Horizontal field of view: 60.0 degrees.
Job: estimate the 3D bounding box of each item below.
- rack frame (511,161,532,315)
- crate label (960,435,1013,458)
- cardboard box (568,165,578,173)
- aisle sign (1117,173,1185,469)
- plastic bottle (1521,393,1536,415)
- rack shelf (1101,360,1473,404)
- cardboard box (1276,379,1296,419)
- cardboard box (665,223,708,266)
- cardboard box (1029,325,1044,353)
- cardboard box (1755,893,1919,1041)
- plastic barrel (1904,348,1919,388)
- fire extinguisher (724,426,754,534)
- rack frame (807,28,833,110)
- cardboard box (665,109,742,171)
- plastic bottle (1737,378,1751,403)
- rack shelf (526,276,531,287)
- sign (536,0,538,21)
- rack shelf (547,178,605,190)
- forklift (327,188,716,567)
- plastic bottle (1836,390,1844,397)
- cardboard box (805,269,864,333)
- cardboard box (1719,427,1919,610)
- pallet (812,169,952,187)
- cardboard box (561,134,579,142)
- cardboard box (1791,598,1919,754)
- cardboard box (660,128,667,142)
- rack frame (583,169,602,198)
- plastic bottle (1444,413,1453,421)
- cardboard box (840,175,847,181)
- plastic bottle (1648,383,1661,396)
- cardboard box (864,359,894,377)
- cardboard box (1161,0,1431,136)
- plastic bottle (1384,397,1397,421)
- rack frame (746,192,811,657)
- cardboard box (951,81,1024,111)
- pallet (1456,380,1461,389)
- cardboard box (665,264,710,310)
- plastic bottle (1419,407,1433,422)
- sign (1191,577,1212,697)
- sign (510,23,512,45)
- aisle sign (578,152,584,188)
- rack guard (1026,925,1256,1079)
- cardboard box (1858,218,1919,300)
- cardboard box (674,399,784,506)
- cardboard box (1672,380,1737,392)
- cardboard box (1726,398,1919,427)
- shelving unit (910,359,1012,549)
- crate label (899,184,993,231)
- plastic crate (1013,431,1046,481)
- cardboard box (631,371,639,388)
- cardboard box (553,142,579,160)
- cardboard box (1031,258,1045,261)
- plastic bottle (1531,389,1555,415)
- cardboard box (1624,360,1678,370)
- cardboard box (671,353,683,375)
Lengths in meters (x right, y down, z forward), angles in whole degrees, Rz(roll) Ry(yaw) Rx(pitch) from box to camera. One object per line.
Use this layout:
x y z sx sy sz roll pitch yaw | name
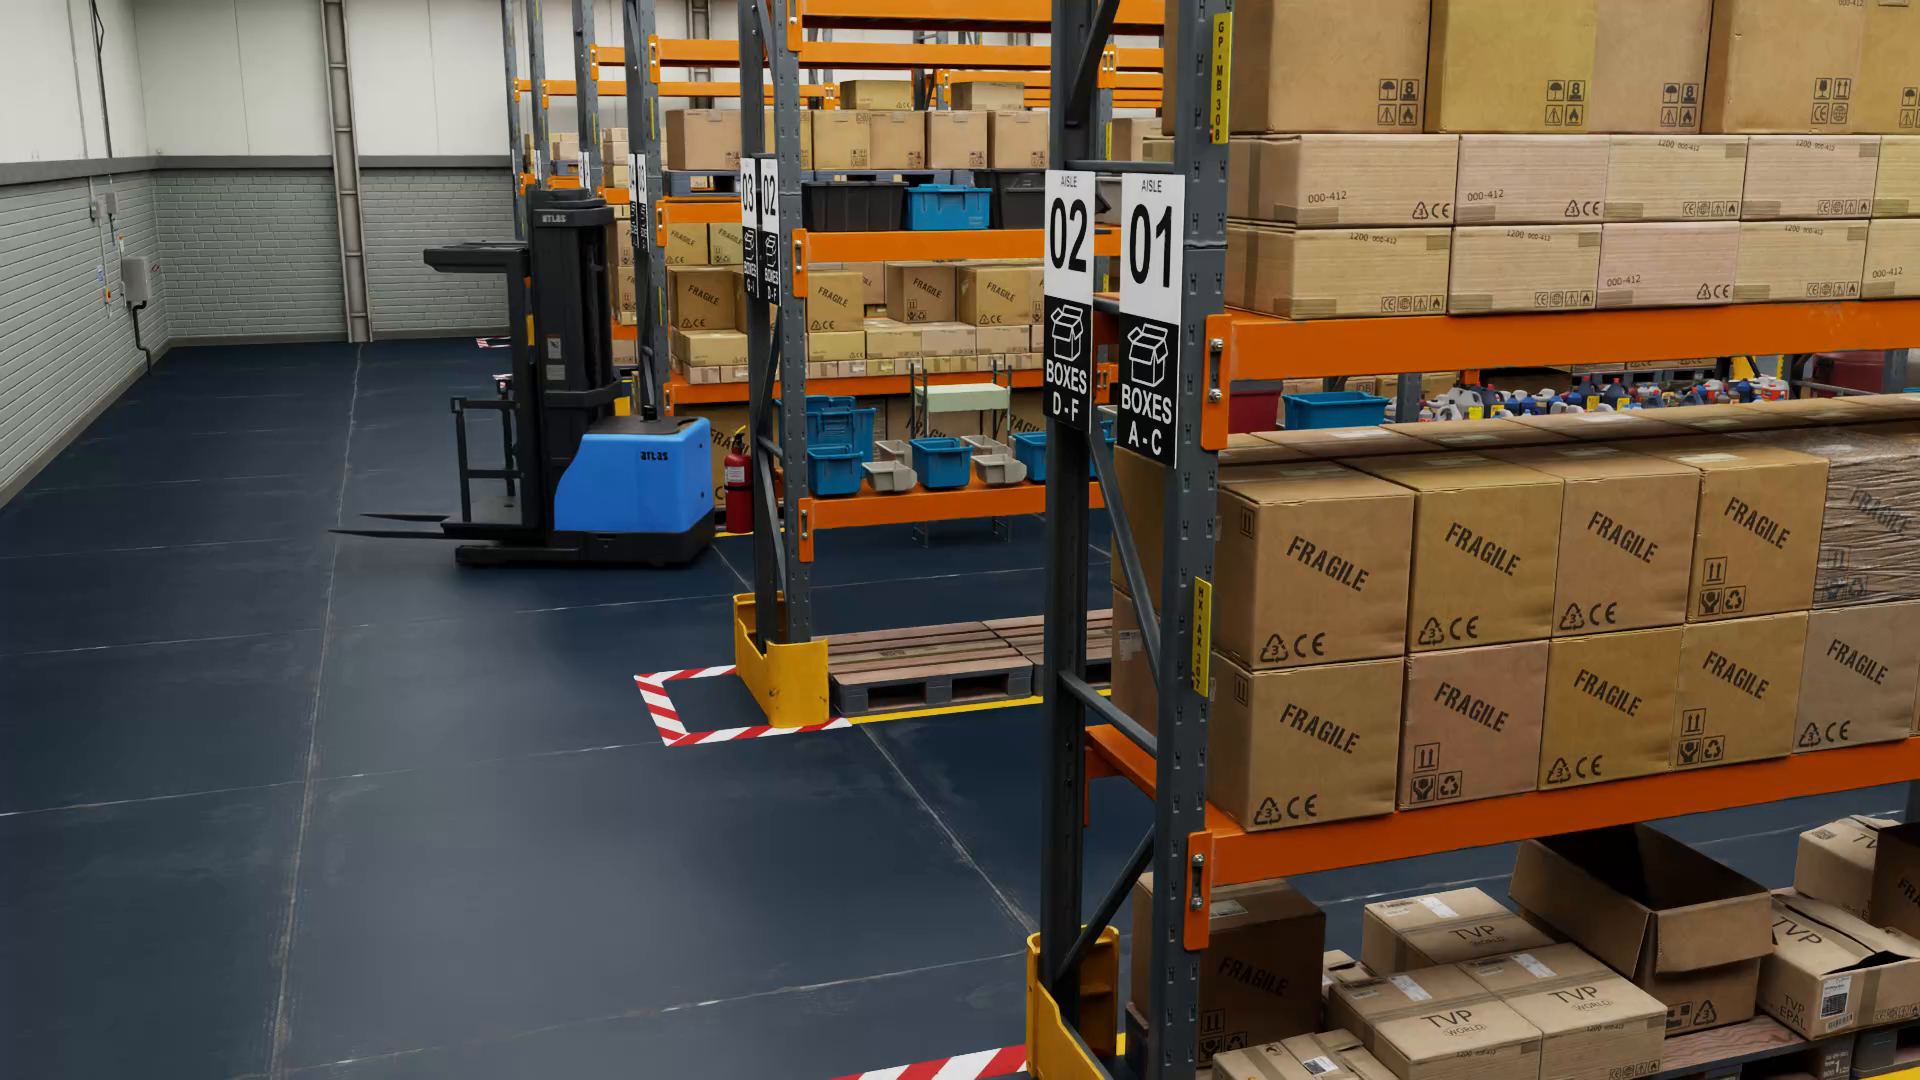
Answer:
-7.403 -4.862 28.100 0.127 3.000 1.000 -4 14 -18 | rack frame
0.174 -0.559 10.449 0.243 0.136 0.396 -4 14 -18 | crate label
-6.538 -6.212 27.836 0.250 0.149 0.380 -4 14 -18 | cardboard box
0.529 -0.622 4.659 0.004 0.787 0.394 -4 14 -18 | aisle sign
3.994 -0.894 11.699 0.097 0.271 0.097 0 13 0 | plastic bottle
3.031 -1.693 16.332 4.000 0.370 1.077 -4 14 -18 | rack shelf
2.582 -1.184 16.320 0.875 0.875 1.225 -5 14 -20 | cardboard box
-3.156 -3.389 18.887 0.500 0.500 0.500 -4 14 -16 | cardboard box
0.800 -1.877 15.232 0.500 0.250 0.500 -5 14 -19 | cardboard box
3.131 1.531 6.082 0.500 0.311 0.500 -4 14 -18 | cardboard box
7.413 -1.281 12.806 0.421 0.512 0.421 0 13 0 | plastic barrel
-1.364 -0.383 10.244 0.183 0.674 0.296 -4 14 -18 | fire extinguisher
-2.026 -6.987 24.071 0.127 3.000 1.000 -4 14 -18 | rack frame
-2.180 -3.411 14.179 0.500 0.500 0.700 -5 14 -21 | cardboard box
5.874 -1.078 12.470 0.097 0.271 0.097 0 13 0 | plastic bottle
-5.508 -4.659 28.804 4.000 0.370 1.077 -4 14 -18 | rack shelf
-5.646 -7.101 22.190 0.005 0.325 0.100 -4 14 -18 | sign
-3.921 -5.030 23.881 4.000 0.370 1.077 -4 14 -18 | rack shelf
-3.602 -1.330 13.398 3.031 2.935 1.130 1 13 5 | forklift
6.258 -0.924 11.797 0.133 0.283 0.061 -4 14 -18 | plastic bottle
-1.152 -2.089 14.505 0.500 0.500 0.500 -5 14 -20 | cardboard box
2.932 -0.088 5.652 0.500 0.500 0.500 -4 14 -18 | cardboard box
-0.798 -3.164 14.672 1.213 0.211 1.003 -4 14 -18 | pallet
-6.415 -6.647 27.725 0.500 0.250 0.500 -5 14 -18 | cardboard box
2.925 0.399 5.767 0.500 0.500 0.500 -4 14 -17 | cardboard box
-3.235 -4.512 18.528 0.250 0.149 0.380 -4 14 -18 | cardboard box
-4.142 -2.695 18.992 0.127 3.000 1.000 -4 14 -18 | rack frame
3.198 -0.686 10.795 0.133 0.283 0.061 -4 14 -18 | plastic bottle
-1.207 -4.247 19.358 0.500 0.250 0.500 -4 14 -18 | cardboard box
5.090 -1.017 12.214 0.097 0.271 0.097 0 13 0 | plastic bottle
-0.757 -1.545 14.700 0.250 0.149 0.380 -5 14 -19 | cardboard box
0.982 -1.463 4.952 0.500 0.500 0.700 -4 14 -18 | cardboard box
2.985 -0.848 11.496 0.135 0.276 0.152 -4 14 -18 | plastic bottle
-1.076 -0.514 9.820 0.127 3.000 1.000 -4 14 -18 | rack frame
0.242 -3.953 14.837 0.500 0.250 0.500 -5 14 -22 | cardboard box
6.524 -2.151 22.729 1.213 0.211 1.003 -4 14 -18 | pallet
-3.130 -2.906 19.020 0.500 0.500 0.500 -4 14 -18 | cardboard box
3.232 -0.823 11.551 0.097 0.201 0.097 0 13 0 | plastic bottle
0.673 0.271 4.651 0.005 0.325 0.100 -4 14 -18 | sign
-7.230 -8.154 26.788 0.005 0.325 0.100 -4 14 -18 | sign
-4.307 -4.020 18.945 0.004 0.787 0.394 -4 14 -18 | aisle sign
0.572 1.783 5.565 0.348 0.500 1.175 -4 14 -18 | rack guard
2.966 -0.941 5.459 0.500 0.250 0.500 -4 14 -18 | cardboard box
-2.075 -0.835 14.857 0.875 0.875 0.875 -4 14 -18 | cardboard box
8.128 -1.443 18.178 0.500 0.500 0.700 -6 14 -22 | cardboard box
3.266 -0.246 6.318 0.500 0.500 0.500 -5 14 -20 | cardboard box
0.006 -0.730 13.971 0.755 1.500 0.431 -4 14 -18 | shelving unit
-0.099 -1.898 9.479 0.502 0.251 0.408 -4 14 -18 | crate label
0.510 -0.505 10.014 0.300 0.233 0.416 -4 14 -18 | plastic crate
-3.721 -1.897 19.602 0.250 0.149 0.380 -4 14 -17 | cardboard box
-5.419 -5.466 23.357 0.500 0.250 0.500 -6 15 -23 | cardboard box
0.912 -3.348 20.087 0.250 0.149 0.380 -5 14 -19 | cardboard box
4.157 -0.940 11.879 0.135 0.276 0.152 -4 14 -18 | plastic bottle
9.567 -2.917 23.607 0.875 0.875 0.875 -5 14 -19 | cardboard box
-2.424 -1.576 14.830 0.250 0.149 0.380 -4 14 -17 | cardboard box
